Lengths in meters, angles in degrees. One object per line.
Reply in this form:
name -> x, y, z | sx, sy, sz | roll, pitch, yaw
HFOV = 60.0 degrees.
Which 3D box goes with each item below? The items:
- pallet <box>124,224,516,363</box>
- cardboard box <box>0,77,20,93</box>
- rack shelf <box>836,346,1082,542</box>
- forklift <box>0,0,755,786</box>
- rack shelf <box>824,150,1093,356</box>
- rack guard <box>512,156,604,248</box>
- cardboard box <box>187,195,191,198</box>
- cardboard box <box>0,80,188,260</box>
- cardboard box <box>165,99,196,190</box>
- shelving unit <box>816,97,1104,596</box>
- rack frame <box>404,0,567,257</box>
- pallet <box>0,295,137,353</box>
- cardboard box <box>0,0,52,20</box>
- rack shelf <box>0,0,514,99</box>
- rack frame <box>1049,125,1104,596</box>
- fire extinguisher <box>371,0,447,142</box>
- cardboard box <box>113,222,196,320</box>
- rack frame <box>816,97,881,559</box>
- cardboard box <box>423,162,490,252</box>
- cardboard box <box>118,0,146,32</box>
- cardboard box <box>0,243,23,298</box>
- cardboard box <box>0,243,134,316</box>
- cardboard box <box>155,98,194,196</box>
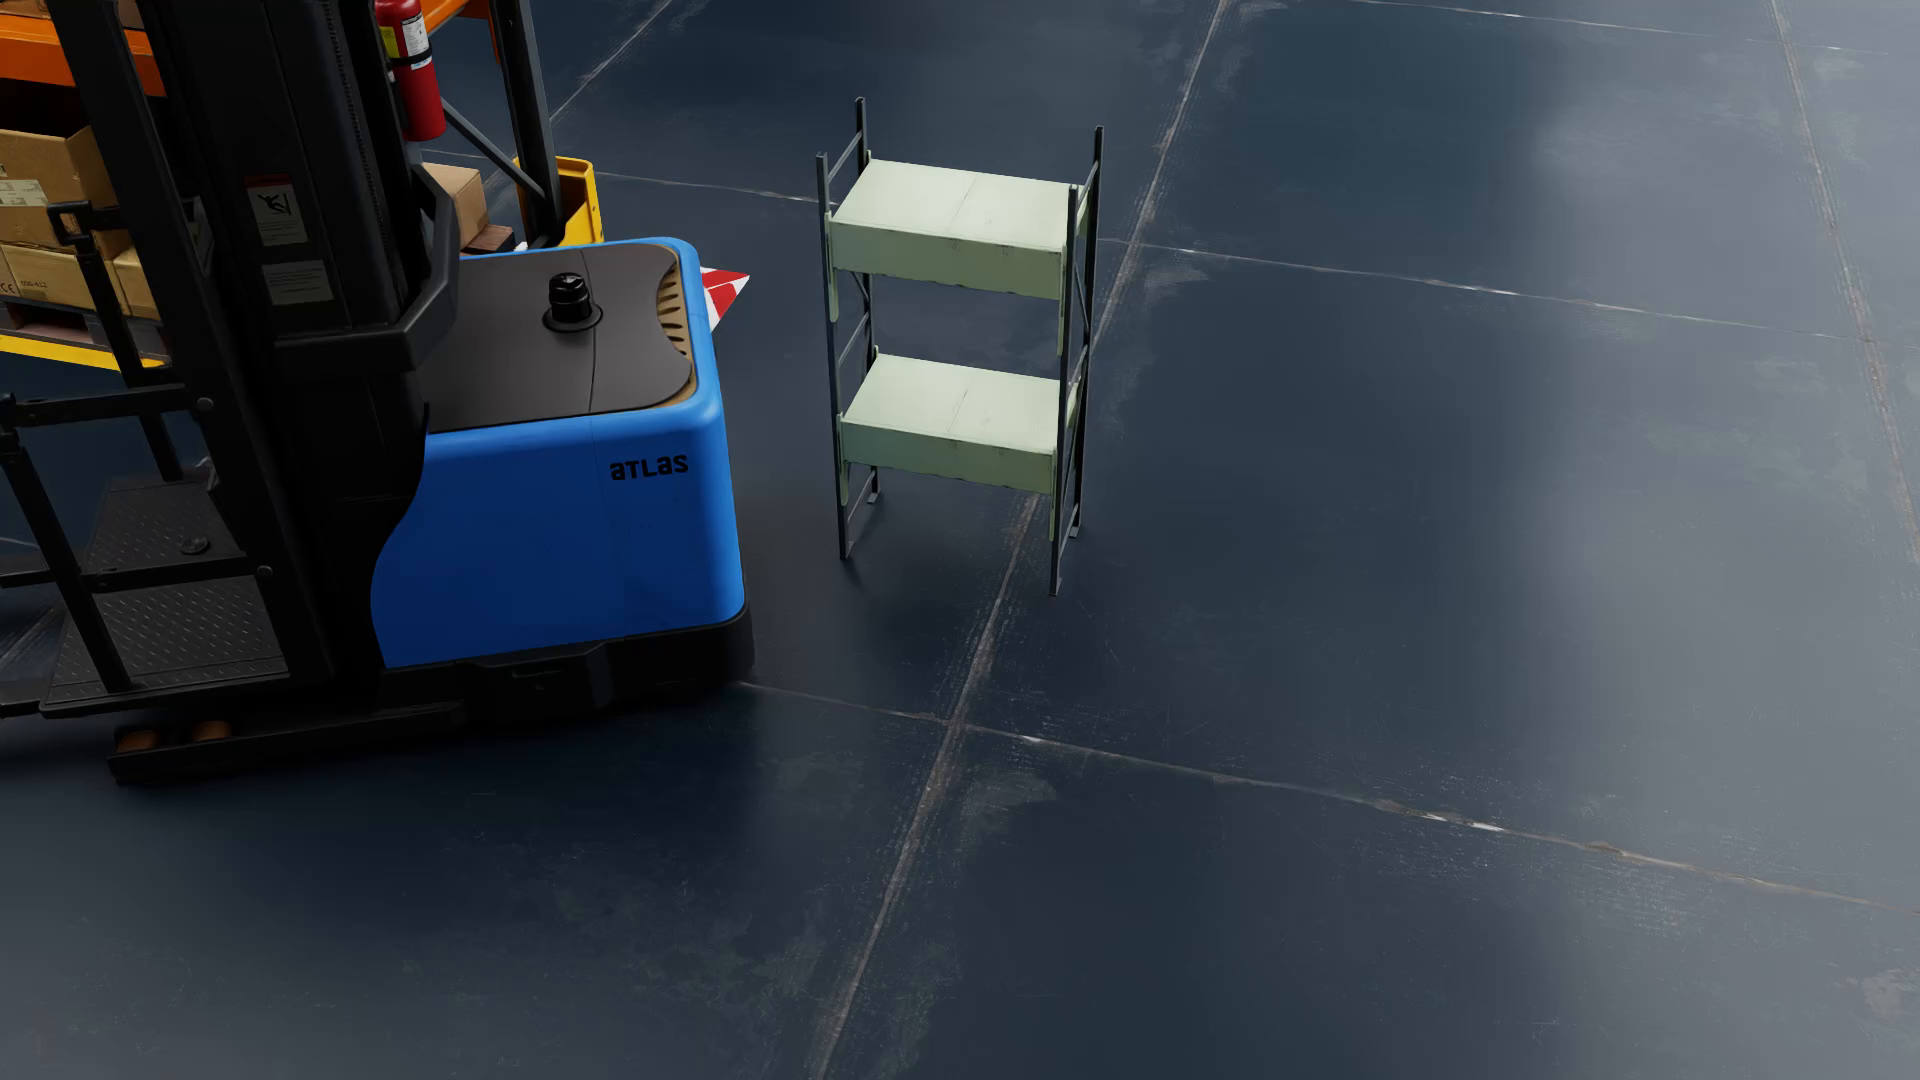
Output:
pallet -> -2.576, -1.019, 6.799 | 1.213, 0.211, 1.003 | 10, 41, 11
cardboard box -> -3.874, -1.526, 6.463 | 0.500, 0.500, 0.500 | 10, 41, 11
rack shelf -> 0.006, -0.324, 5.476 | 0.720, 0.370, 0.431 | 10, 41, 11
forklift -> -2.211, -0.774, 4.392 | 3.031, 2.935, 1.130 | -8, 41, -9
rack shelf -> 0.006, -0.872, 5.015 | 0.720, 0.370, 0.431 | 10, 41, 11
rack guard -> -1.803, -1.025, 6.582 | 0.348, 0.500, 1.175 | 10, 41, 11
cardboard box -> -3.253, -1.485, 6.998 | 0.500, 0.250, 0.500 | 10, 41, 11
cardboard box -> -3.391, -1.442, 6.364 | 0.500, 0.500, 0.500 | 10, 41, 11
cardboard box -> -2.770, -1.690, 6.659 | 0.500, 0.500, 0.500 | 10, 41, 11
shelving unit -> 0.006, -0.573, 5.266 | 0.755, 1.500, 0.431 | 10, 41, 11
rack frame -> -1.826, -1.986, 5.782 | 0.127, 3.000, 1.000 | 10, 41, 11
pallet -> -3.750, -1.223, 7.043 | 1.213, 0.211, 1.003 | 10, 41, 11
cardboard box -> -3.260, -2.280, 6.055 | 0.500, 0.500, 0.700 | 10, 41, 12
rack shelf -> -3.758, -2.043, 6.410 | 4.000, 0.370, 1.077 | 10, 41, 11
rack frame -> 0.360, -0.512, 5.194 | 0.023, 1.500, 0.400 | 10, 41, 11
fire extinguisher -> -1.832, -1.648, 5.440 | 0.183, 0.674, 0.296 | 10, 41, 11
cardboard box -> -2.907, -1.075, 6.509 | 0.500, 0.250, 0.500 | 10, 41, 11
rack frame -> -0.347, -0.634, 5.339 | 0.023, 1.500, 0.400 | 10, 41, 11
cardboard box -> -2.287, -1.321, 6.802 | 0.500, 0.250, 0.500 | 10, 41, 11
cardboard box -> -2.782, -2.194, 5.952 | 0.500, 0.500, 0.700 | 11, 41, 13
cardboard box -> -3.873, -1.241, 6.707 | 0.500, 0.250, 0.500 | 10, 41, 11
cardboard box -> -3.390, -1.157, 6.607 | 0.500, 0.250, 0.500 | 10, 41, 11
cardboard box -> -3.256, -1.765, 6.748 | 0.500, 0.500, 0.500 | 10, 41, 11
